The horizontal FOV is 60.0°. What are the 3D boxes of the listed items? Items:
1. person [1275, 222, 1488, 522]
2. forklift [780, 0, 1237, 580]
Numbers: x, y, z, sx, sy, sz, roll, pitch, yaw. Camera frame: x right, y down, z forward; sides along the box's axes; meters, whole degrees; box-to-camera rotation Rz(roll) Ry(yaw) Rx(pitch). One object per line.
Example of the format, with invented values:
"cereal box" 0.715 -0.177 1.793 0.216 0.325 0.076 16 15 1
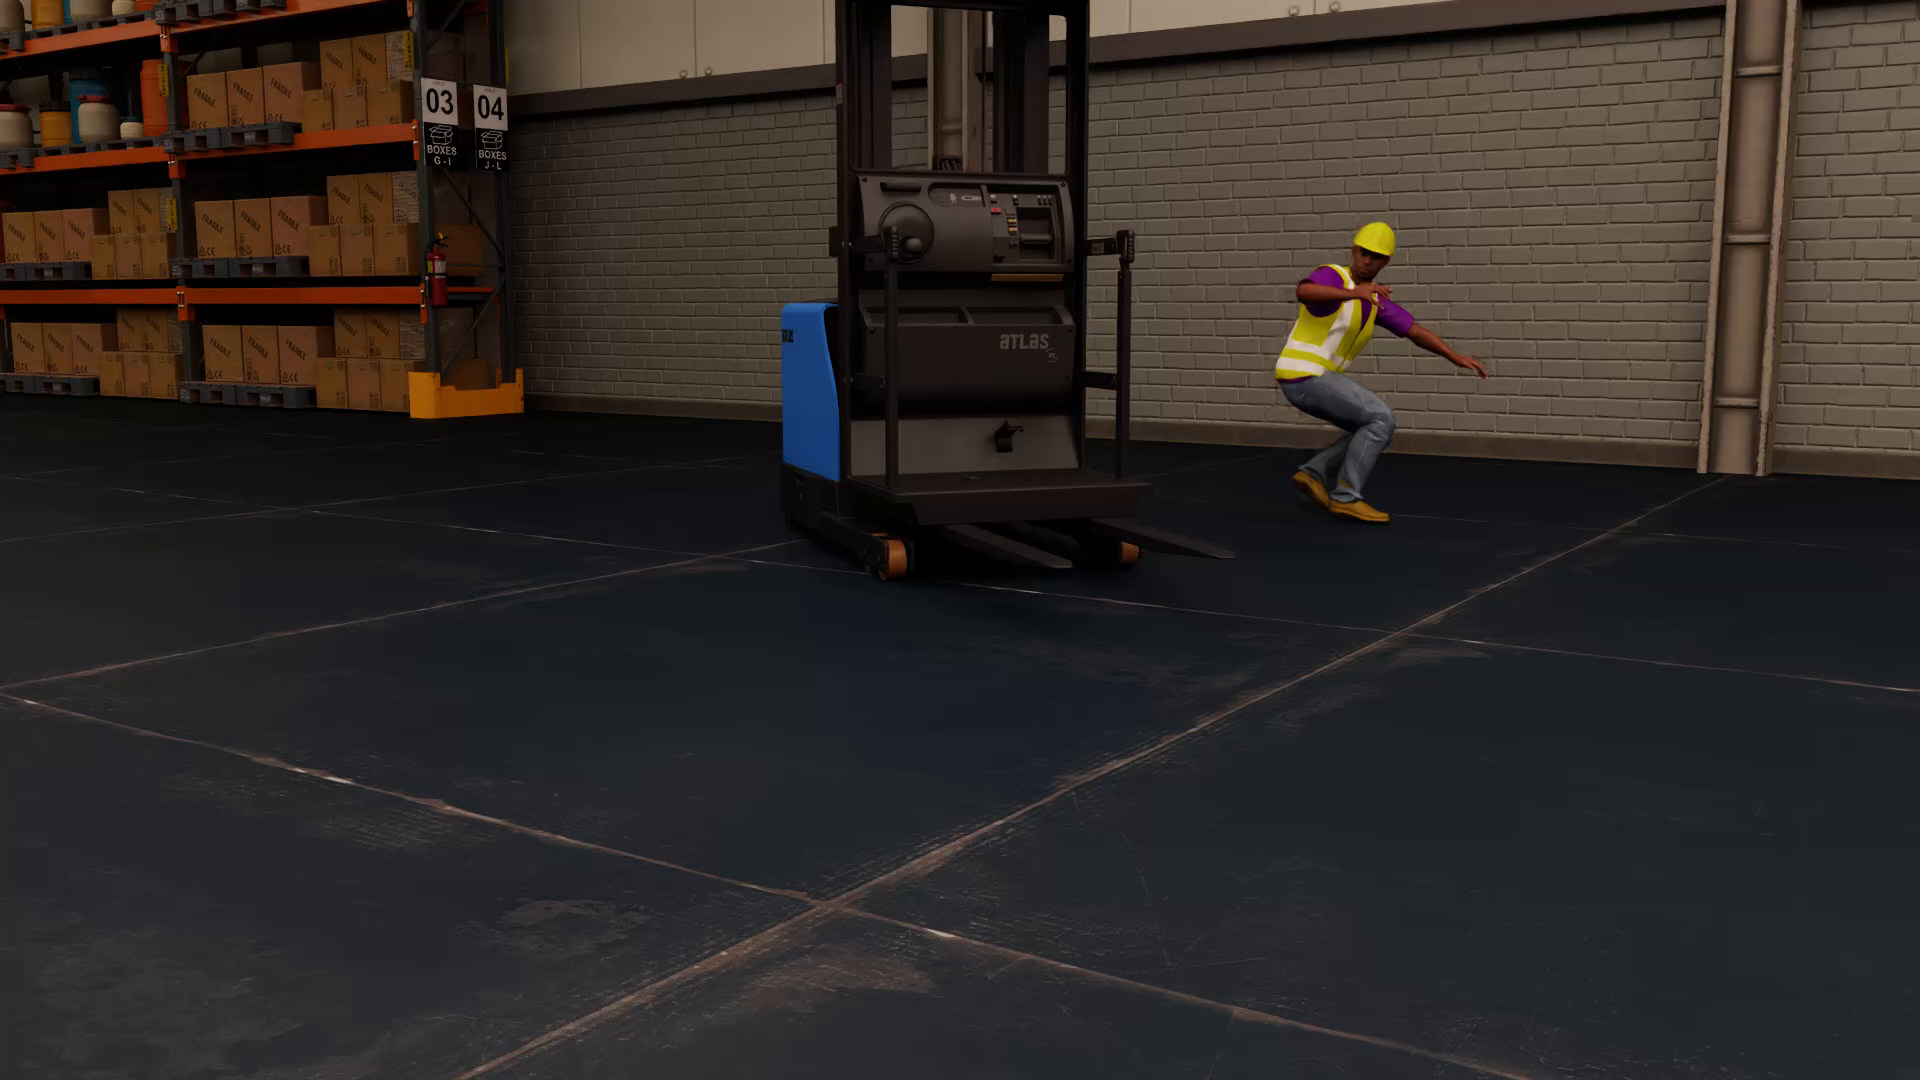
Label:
"person" 2.057 -0.829 8.229 0.991 1.477 0.837 4 9 25
"forklift" 0.108 -1.358 6.739 1.130 2.935 3.031 -3 9 -20
